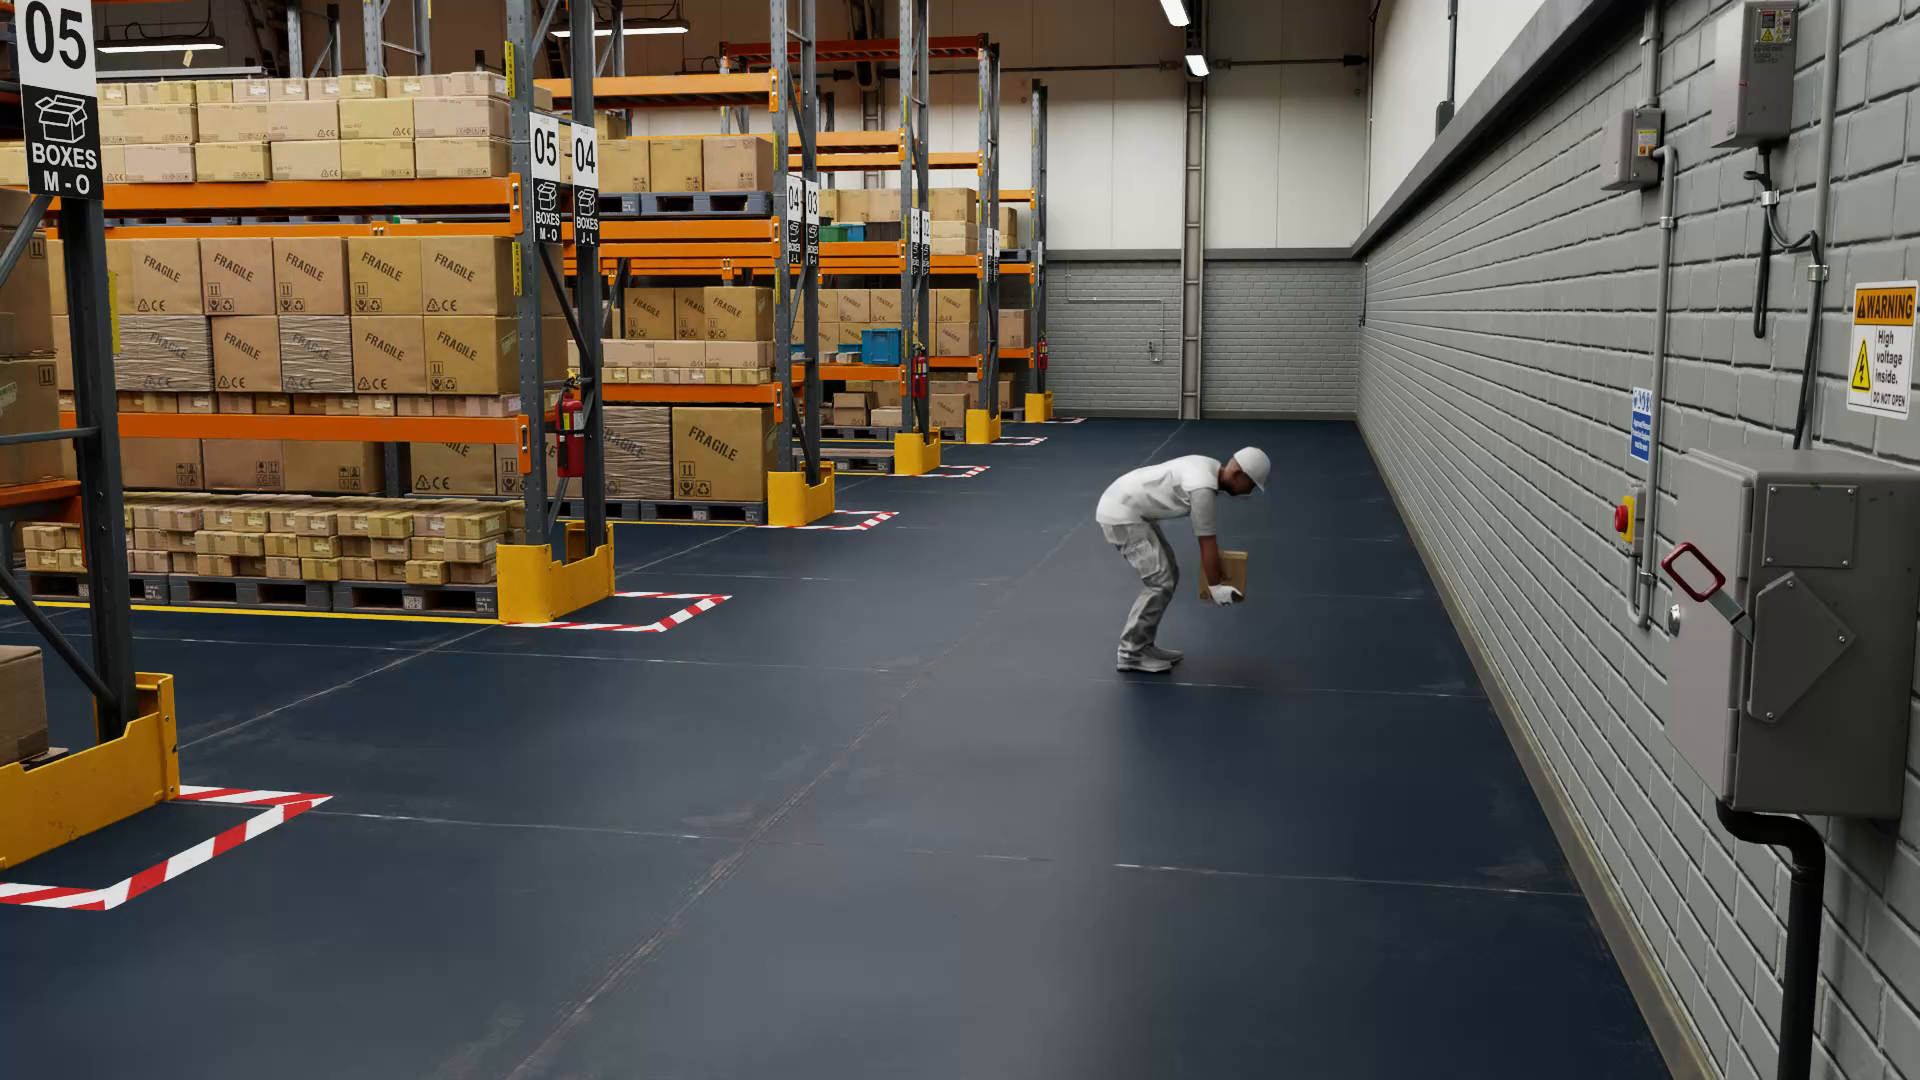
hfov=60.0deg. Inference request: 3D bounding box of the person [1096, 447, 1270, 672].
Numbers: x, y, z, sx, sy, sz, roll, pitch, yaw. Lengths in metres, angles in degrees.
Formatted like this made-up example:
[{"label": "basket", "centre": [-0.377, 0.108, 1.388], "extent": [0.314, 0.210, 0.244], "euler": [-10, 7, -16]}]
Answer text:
[{"label": "person", "centre": [1.231, 0.097, 9.254], "extent": [0.953, 1.238, 0.516], "euler": [1, 8, 9]}]
